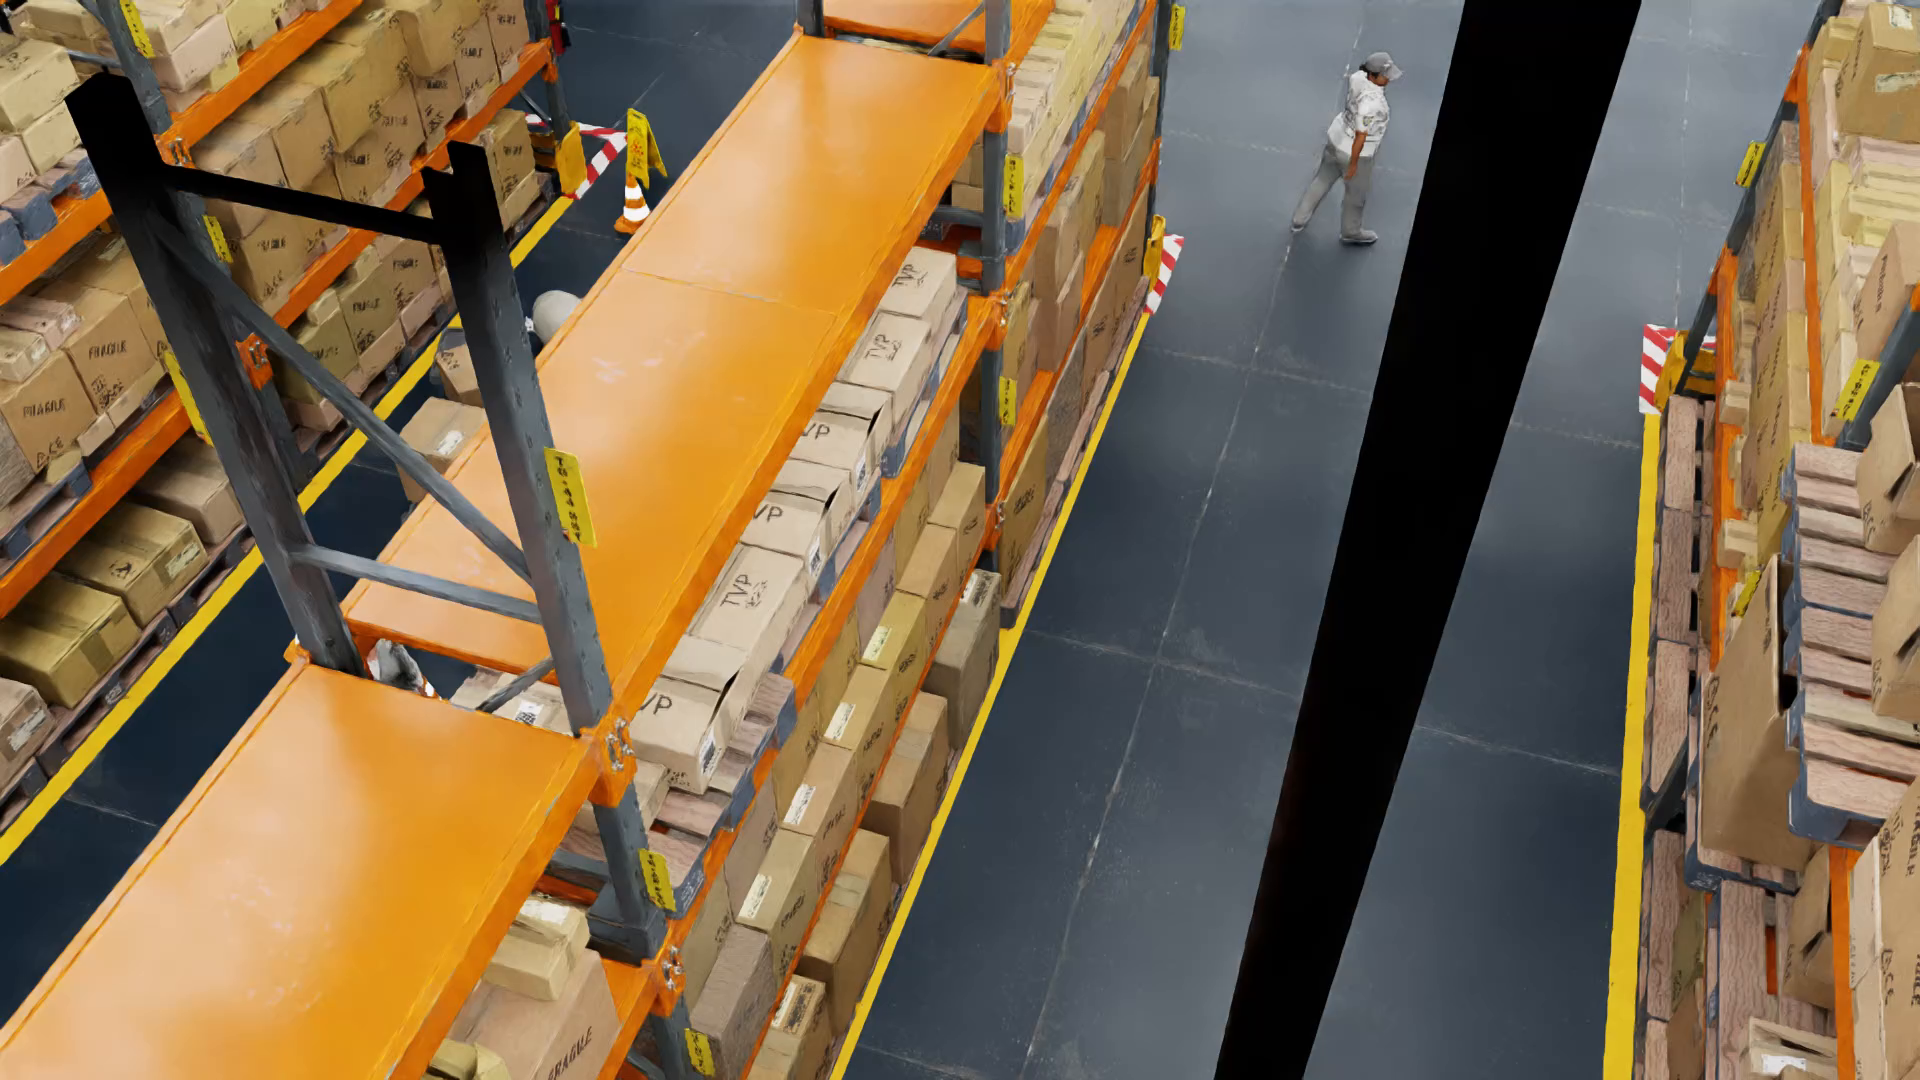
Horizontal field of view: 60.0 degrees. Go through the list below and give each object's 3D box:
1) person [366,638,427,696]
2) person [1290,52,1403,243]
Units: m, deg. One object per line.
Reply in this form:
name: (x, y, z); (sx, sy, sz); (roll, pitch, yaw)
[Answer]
person: (-3.116, 0.945, 9.073); (0.529, 1.575, 0.515); (-32, 54, -27)
person: (3.037, -3.077, 12.993); (0.685, 1.649, 0.518); (-6, 46, -6)
